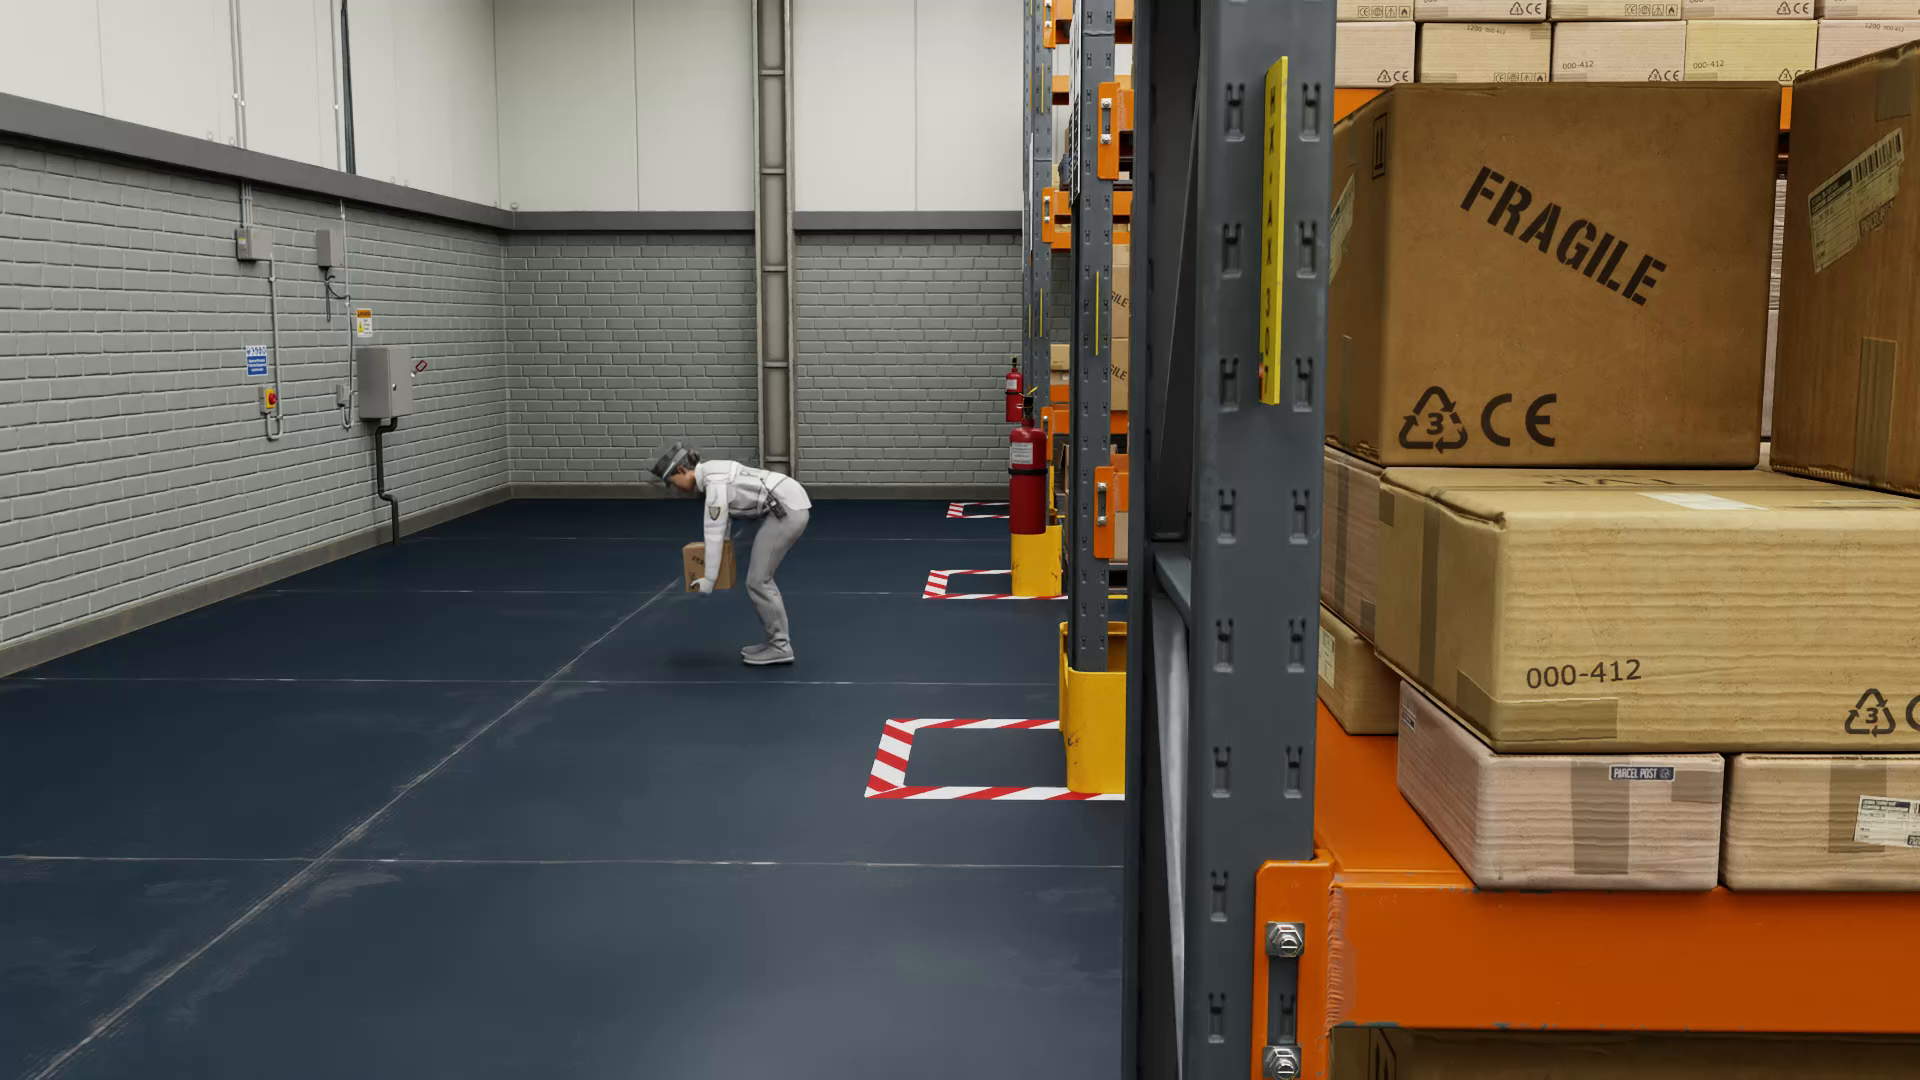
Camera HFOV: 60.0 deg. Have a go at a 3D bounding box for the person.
[{"bbox_3d":[-1.289,0.067,9.398,0.906,1.251,0.402,0,7,0],"label":"person"}]
